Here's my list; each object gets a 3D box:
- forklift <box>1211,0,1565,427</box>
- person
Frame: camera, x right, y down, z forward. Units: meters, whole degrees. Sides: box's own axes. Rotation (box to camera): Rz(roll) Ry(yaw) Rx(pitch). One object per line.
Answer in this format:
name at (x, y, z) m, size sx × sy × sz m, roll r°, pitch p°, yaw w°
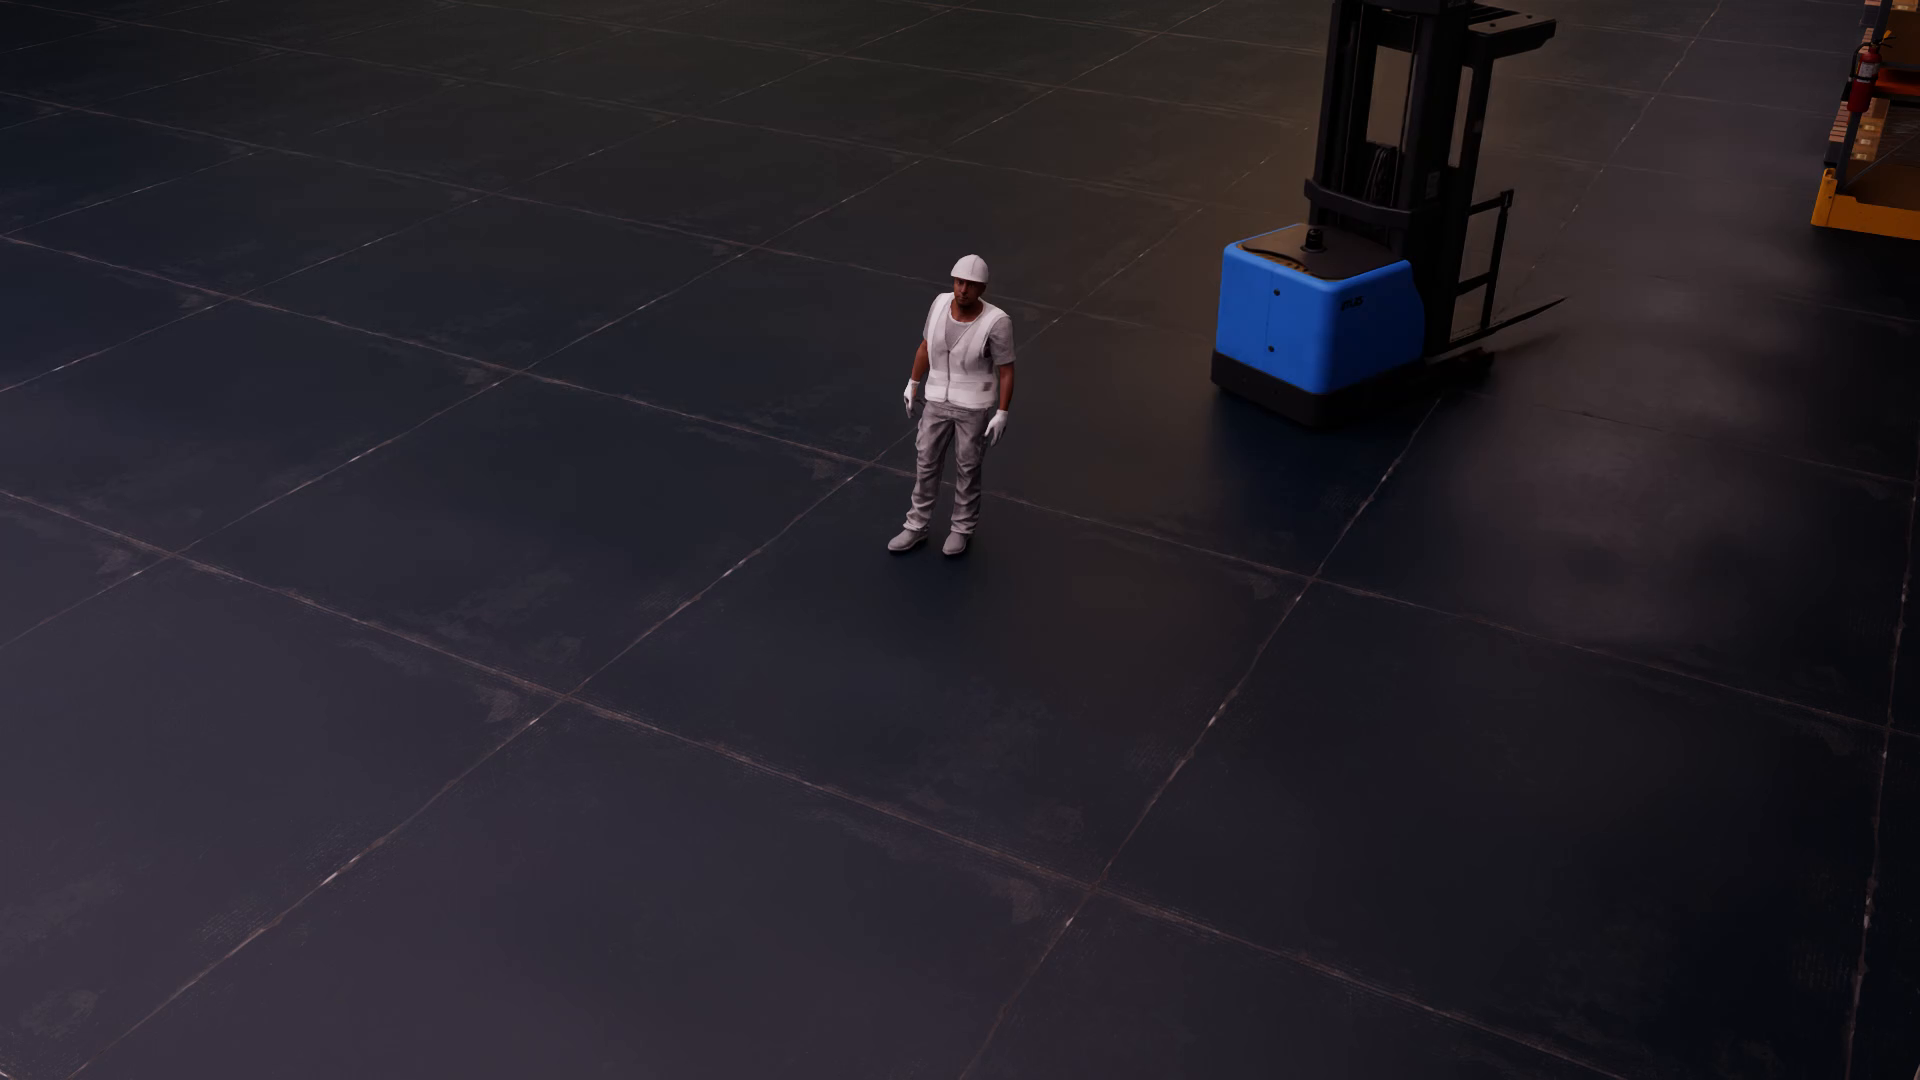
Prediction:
forklift at (3.260, -2.614, 11.600) m, size 3.031 × 2.935 × 1.130 m, roll -21°, pitch 36°, yaw -32°
person at (-0.043, -0.750, 9.503) m, size 0.656 × 1.782 × 0.577 m, roll 15°, pitch 33°, yaw 25°
